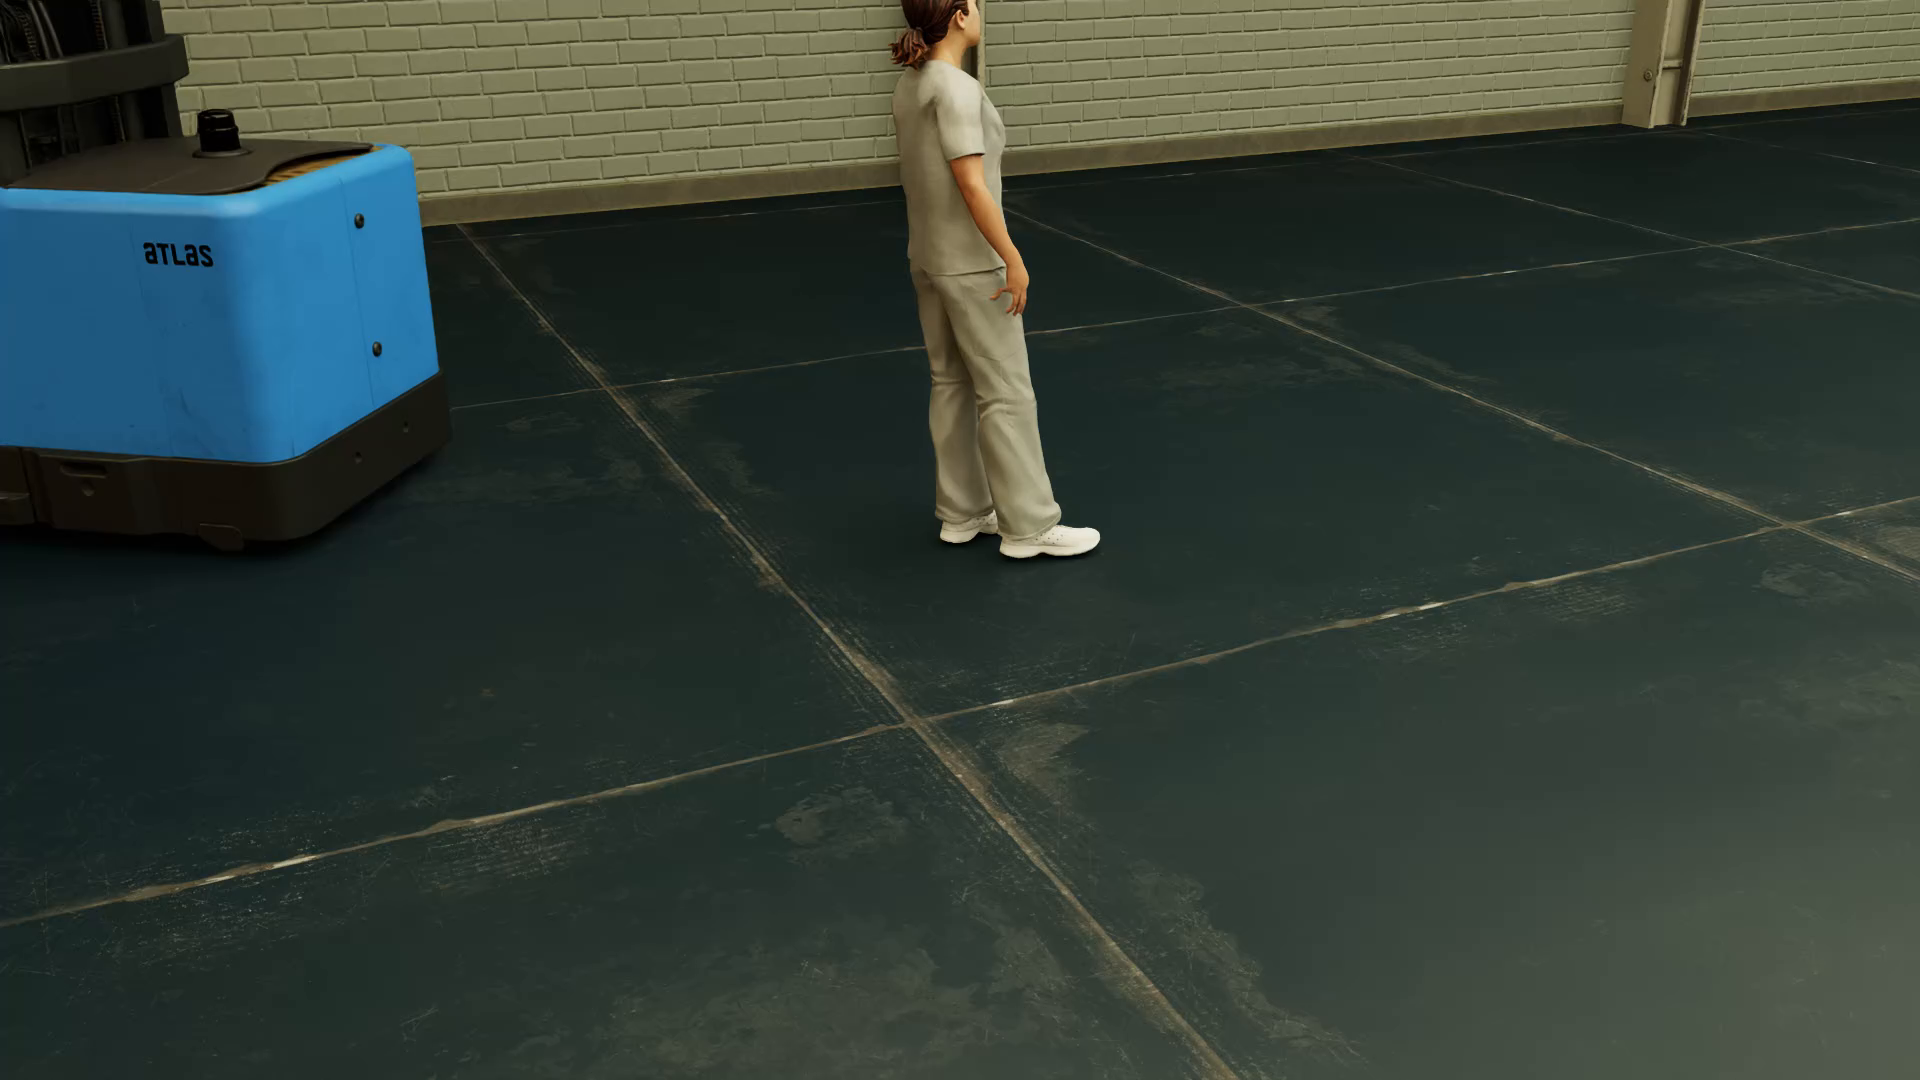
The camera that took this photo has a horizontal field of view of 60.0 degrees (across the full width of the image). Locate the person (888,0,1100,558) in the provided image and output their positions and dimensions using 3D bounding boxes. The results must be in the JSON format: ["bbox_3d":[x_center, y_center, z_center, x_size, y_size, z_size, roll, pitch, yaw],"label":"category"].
[{"bbox_3d":[0.072,-0.788,4.800,0.549,1.675,0.549,-10,25,-23],"label":"person"}]

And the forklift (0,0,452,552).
[{"bbox_3d":[-3.333,-1.584,5.098,3.031,2.935,1.130,4,23,10],"label":"forklift"}]
